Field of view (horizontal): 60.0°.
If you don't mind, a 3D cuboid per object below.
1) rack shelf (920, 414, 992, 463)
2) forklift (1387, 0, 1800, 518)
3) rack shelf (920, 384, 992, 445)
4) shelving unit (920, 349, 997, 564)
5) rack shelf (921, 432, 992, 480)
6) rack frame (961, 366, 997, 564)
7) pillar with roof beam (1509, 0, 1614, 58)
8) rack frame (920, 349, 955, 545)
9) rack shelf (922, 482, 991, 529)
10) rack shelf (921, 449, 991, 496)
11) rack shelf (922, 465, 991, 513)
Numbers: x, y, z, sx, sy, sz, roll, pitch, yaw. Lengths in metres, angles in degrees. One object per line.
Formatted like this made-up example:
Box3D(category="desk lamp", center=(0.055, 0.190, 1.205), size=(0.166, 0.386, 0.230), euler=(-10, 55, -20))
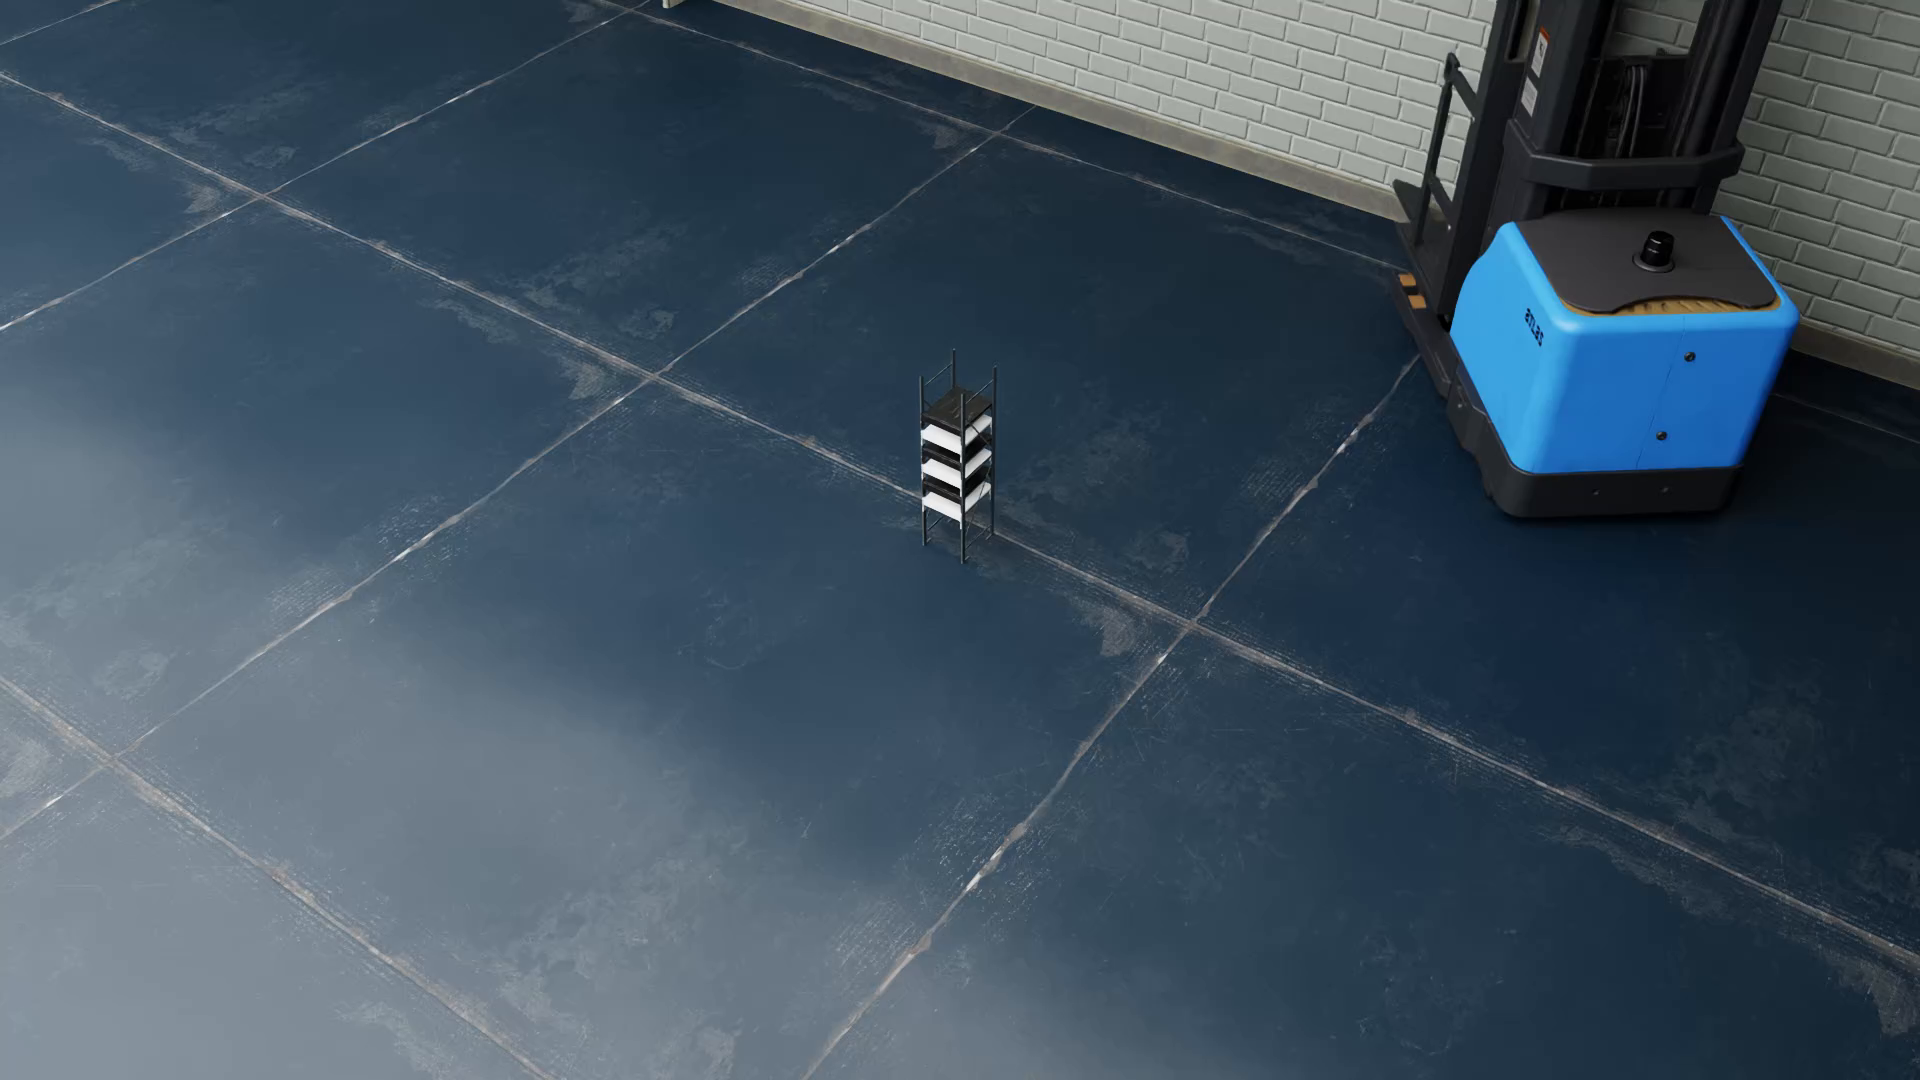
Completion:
Box3D(category="rack shelf", center=(-0.007, -0.448, 6.856), size=(0.200, 0.077, 0.258), euler=(25, 48, 25))
Box3D(category="forklift", center=(2.802, -2.159, 7.465), size=(1.130, 2.935, 3.031), euler=(-2, 42, -3))
Box3D(category="rack shelf", center=(-0.007, -0.515, 6.796), size=(0.200, 0.077, 0.258), euler=(25, 48, 25))
Box3D(category="shelving unit", center=(-0.007, -0.338, 6.953), size=(0.210, 0.900, 0.258), euler=(25, 48, 25))
Box3D(category="rack shelf", center=(-0.007, -0.381, 6.916), size=(0.200, 0.077, 0.258), euler=(25, 48, 25))
Box3D(category="rack frame", center=(0.077, -0.300, 6.910), size=(0.006, 0.900, 0.240), euler=(25, 48, 25))
Box3D(category="pillar with roof beam", center=(0.390, -2.470, 3.261), size=(0.400, 9.000, 9.100), euler=(25, 48, 25))
Box3D(category="rack frame", center=(-0.090, -0.377, 6.997), size=(0.006, 0.900, 0.240), euler=(25, 48, 25))
Box3D(category="rack shelf", center=(-0.007, -0.179, 7.096), size=(0.200, 0.077, 0.258), euler=(25, 48, 25))
Box3D(category="rack shelf", center=(-0.007, -0.314, 6.976), size=(0.200, 0.077, 0.258), euler=(25, 48, 25))
Box3D(category="rack shelf", center=(-0.007, -0.247, 7.036), size=(0.200, 0.077, 0.258), euler=(25, 48, 25))
